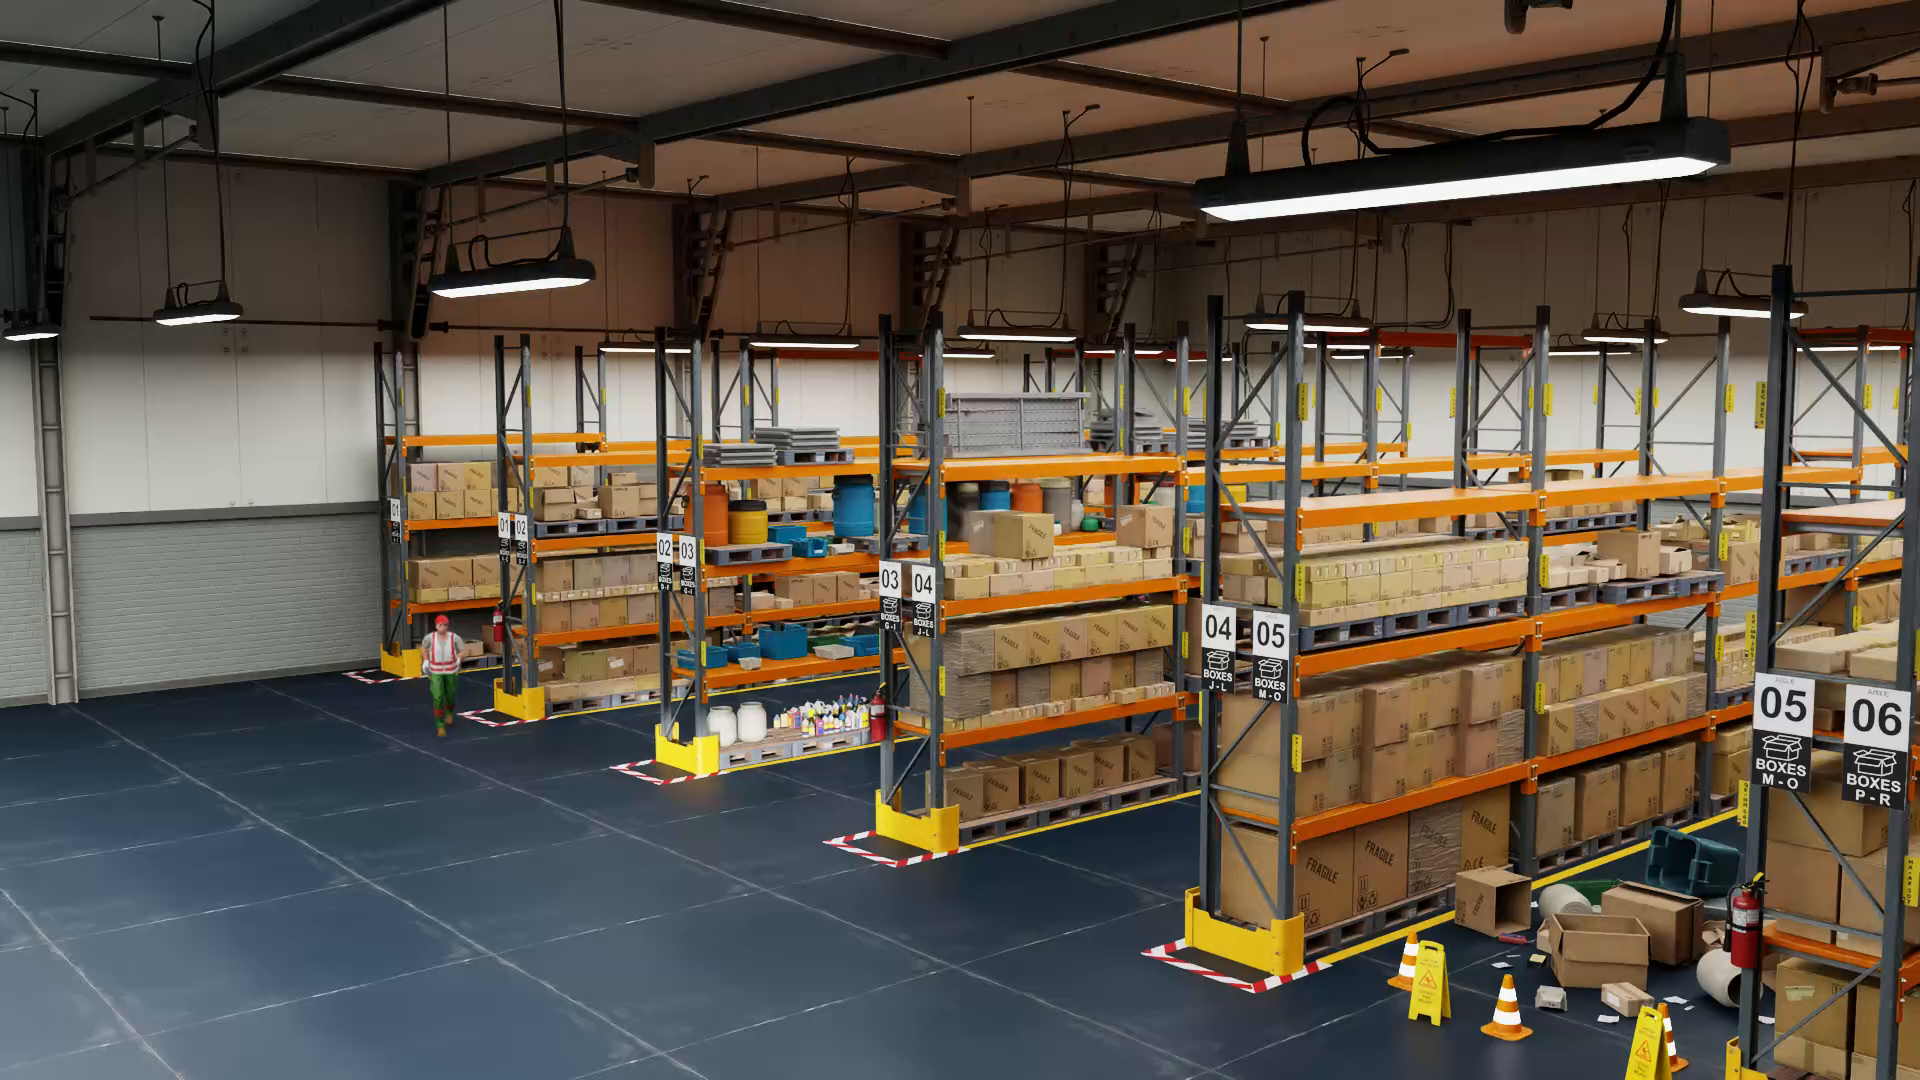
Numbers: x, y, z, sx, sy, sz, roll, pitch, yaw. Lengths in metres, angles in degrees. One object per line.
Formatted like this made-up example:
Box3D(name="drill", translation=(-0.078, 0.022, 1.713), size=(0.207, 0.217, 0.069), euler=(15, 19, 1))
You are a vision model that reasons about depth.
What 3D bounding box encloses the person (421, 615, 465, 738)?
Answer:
Box3D(name="person", translation=(-7.760, 1.997, 24.987), size=(0.619, 1.787, 0.986), euler=(-2, 5, -19))
